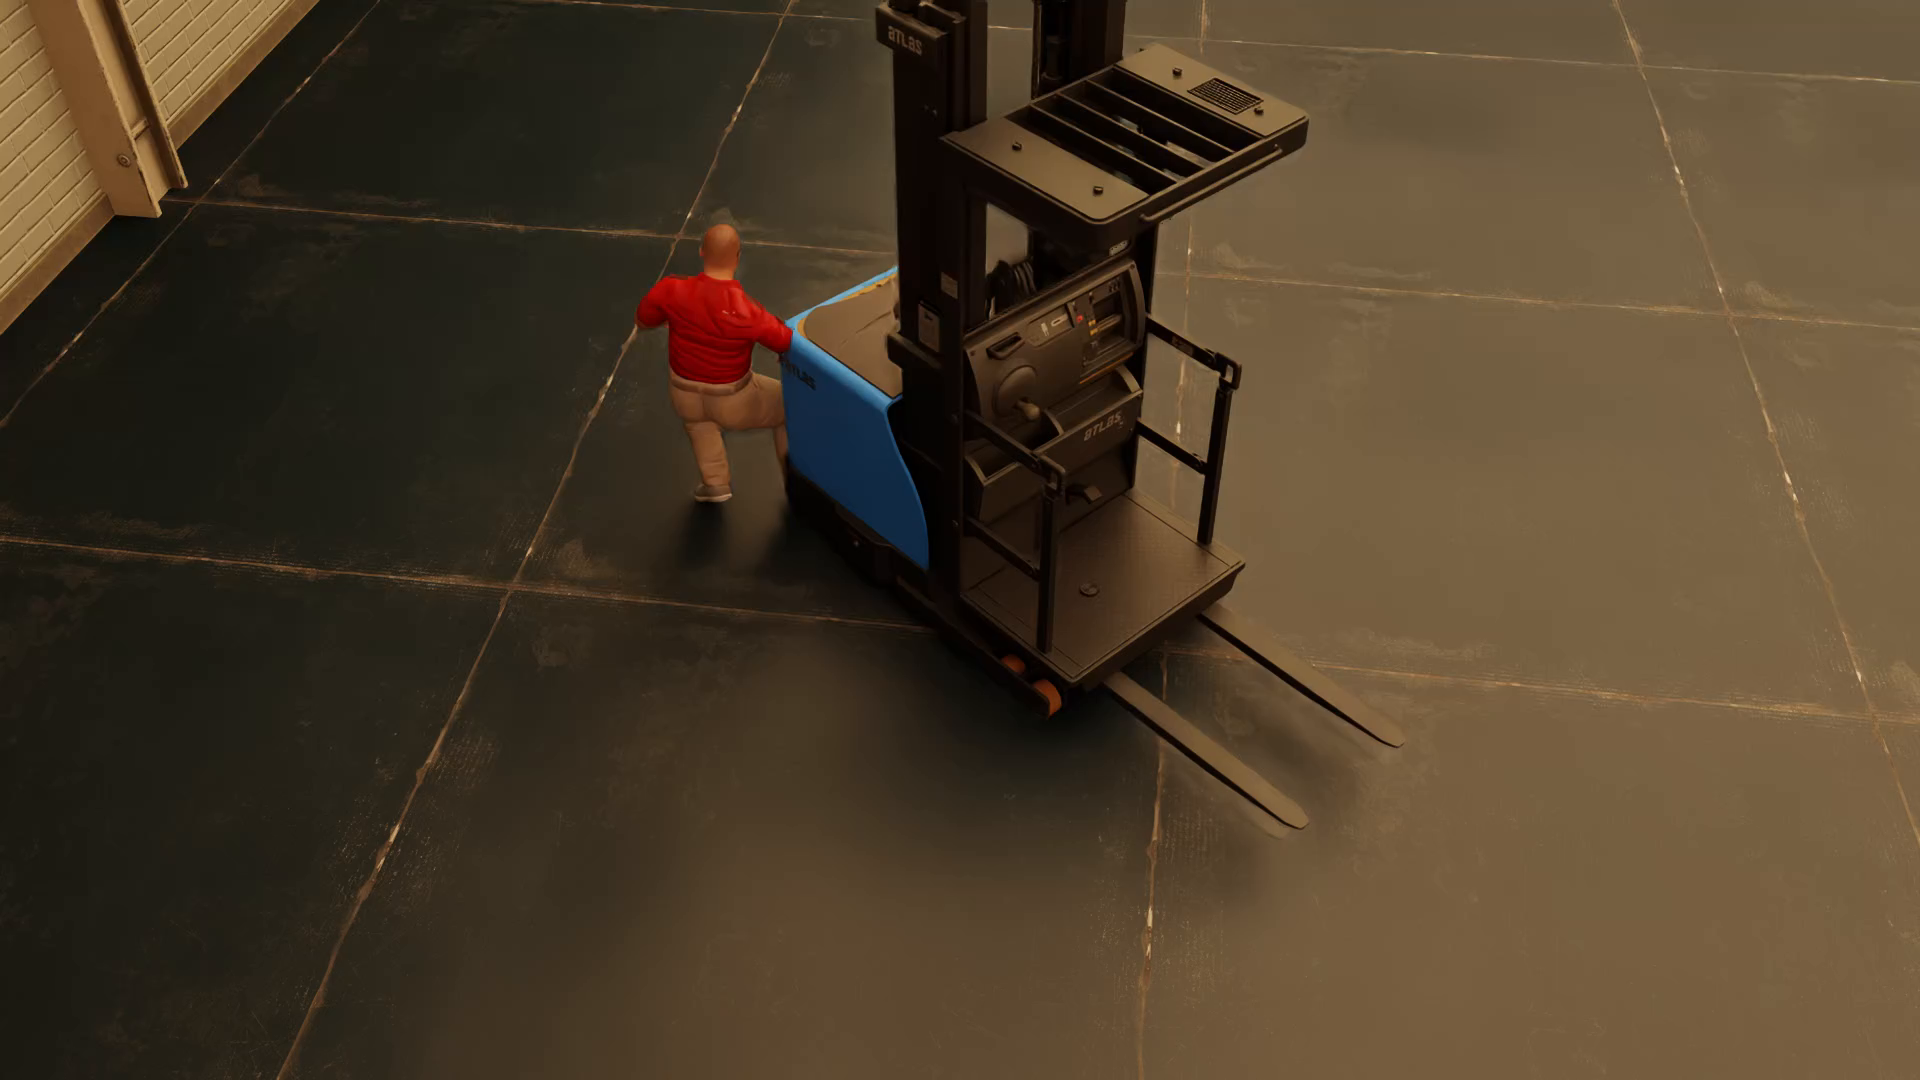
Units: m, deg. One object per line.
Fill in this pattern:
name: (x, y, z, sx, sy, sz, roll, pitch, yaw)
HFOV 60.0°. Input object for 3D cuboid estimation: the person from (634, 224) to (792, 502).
person: (-1.062, -0.797, 7.601, 0.791, 1.608, 0.635, 8, 43, 9)

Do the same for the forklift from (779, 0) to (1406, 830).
forklift: (0.535, -0.719, 6.507, 1.130, 2.935, 3.031, -31, 51, -30)
